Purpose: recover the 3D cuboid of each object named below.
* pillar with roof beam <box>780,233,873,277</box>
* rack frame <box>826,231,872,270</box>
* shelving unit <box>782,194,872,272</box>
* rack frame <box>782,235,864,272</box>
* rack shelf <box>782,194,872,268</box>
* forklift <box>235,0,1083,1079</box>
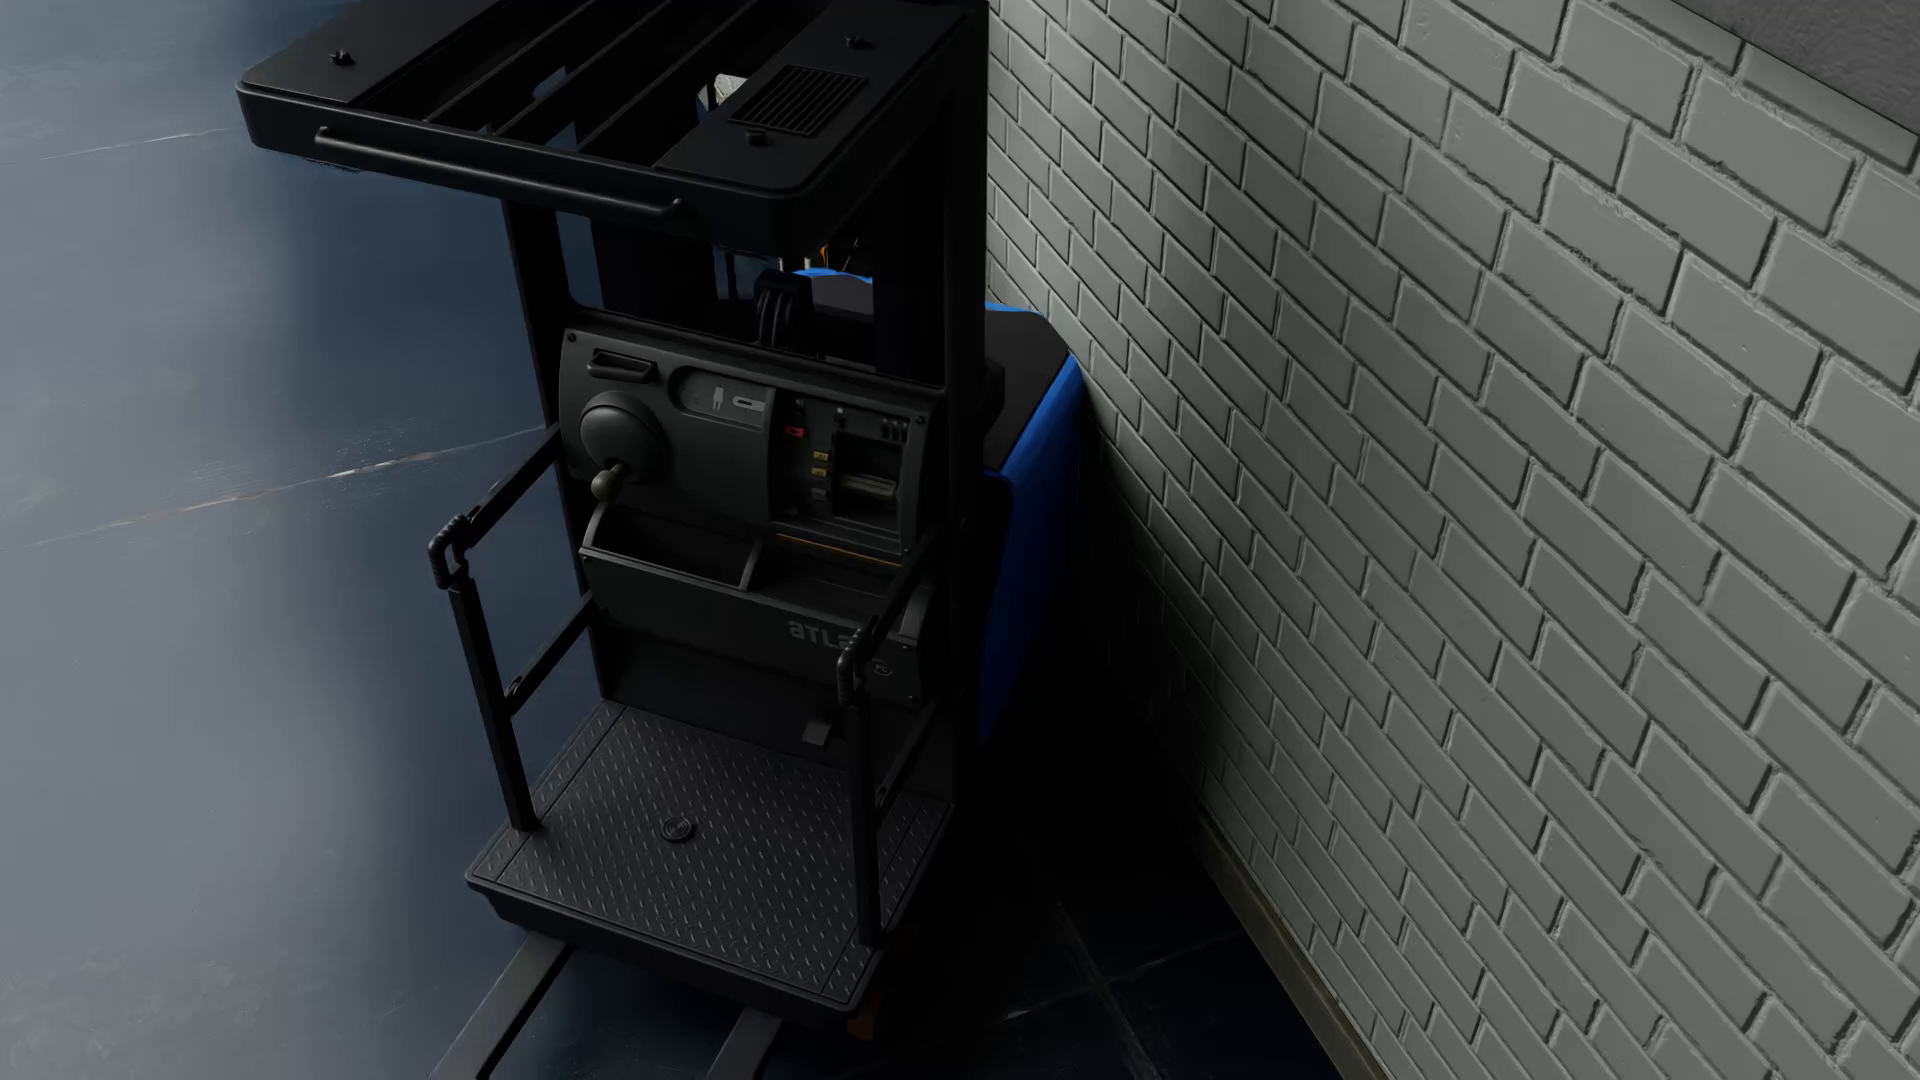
[{"bbox_3d":[-4.456,-3.056,2.402,9.100,9.000,0.400,-15,43,-17],"label":"pillar with roof beam"},{"bbox_3d":[-0.227,-0.928,5.215,0.400,2.100,0.015,-15,43,-18],"label":"rack frame"},{"bbox_3d":[-0.323,-1.074,5.385,0.431,2.100,0.503,-15,43,-18],"label":"shelving unit"},{"bbox_3d":[-0.419,-1.221,5.555,0.400,2.100,0.015,-15,43,-18],"label":"rack frame"},{"bbox_3d":[-0.323,-1.064,5.394,0.431,0.518,0.480,-15,43,-18],"label":"rack shelf"},{"bbox_3d":[-0.583,-0.145,3.670,1.130,2.935,3.031,14,43,16],"label":"forklift"}]
